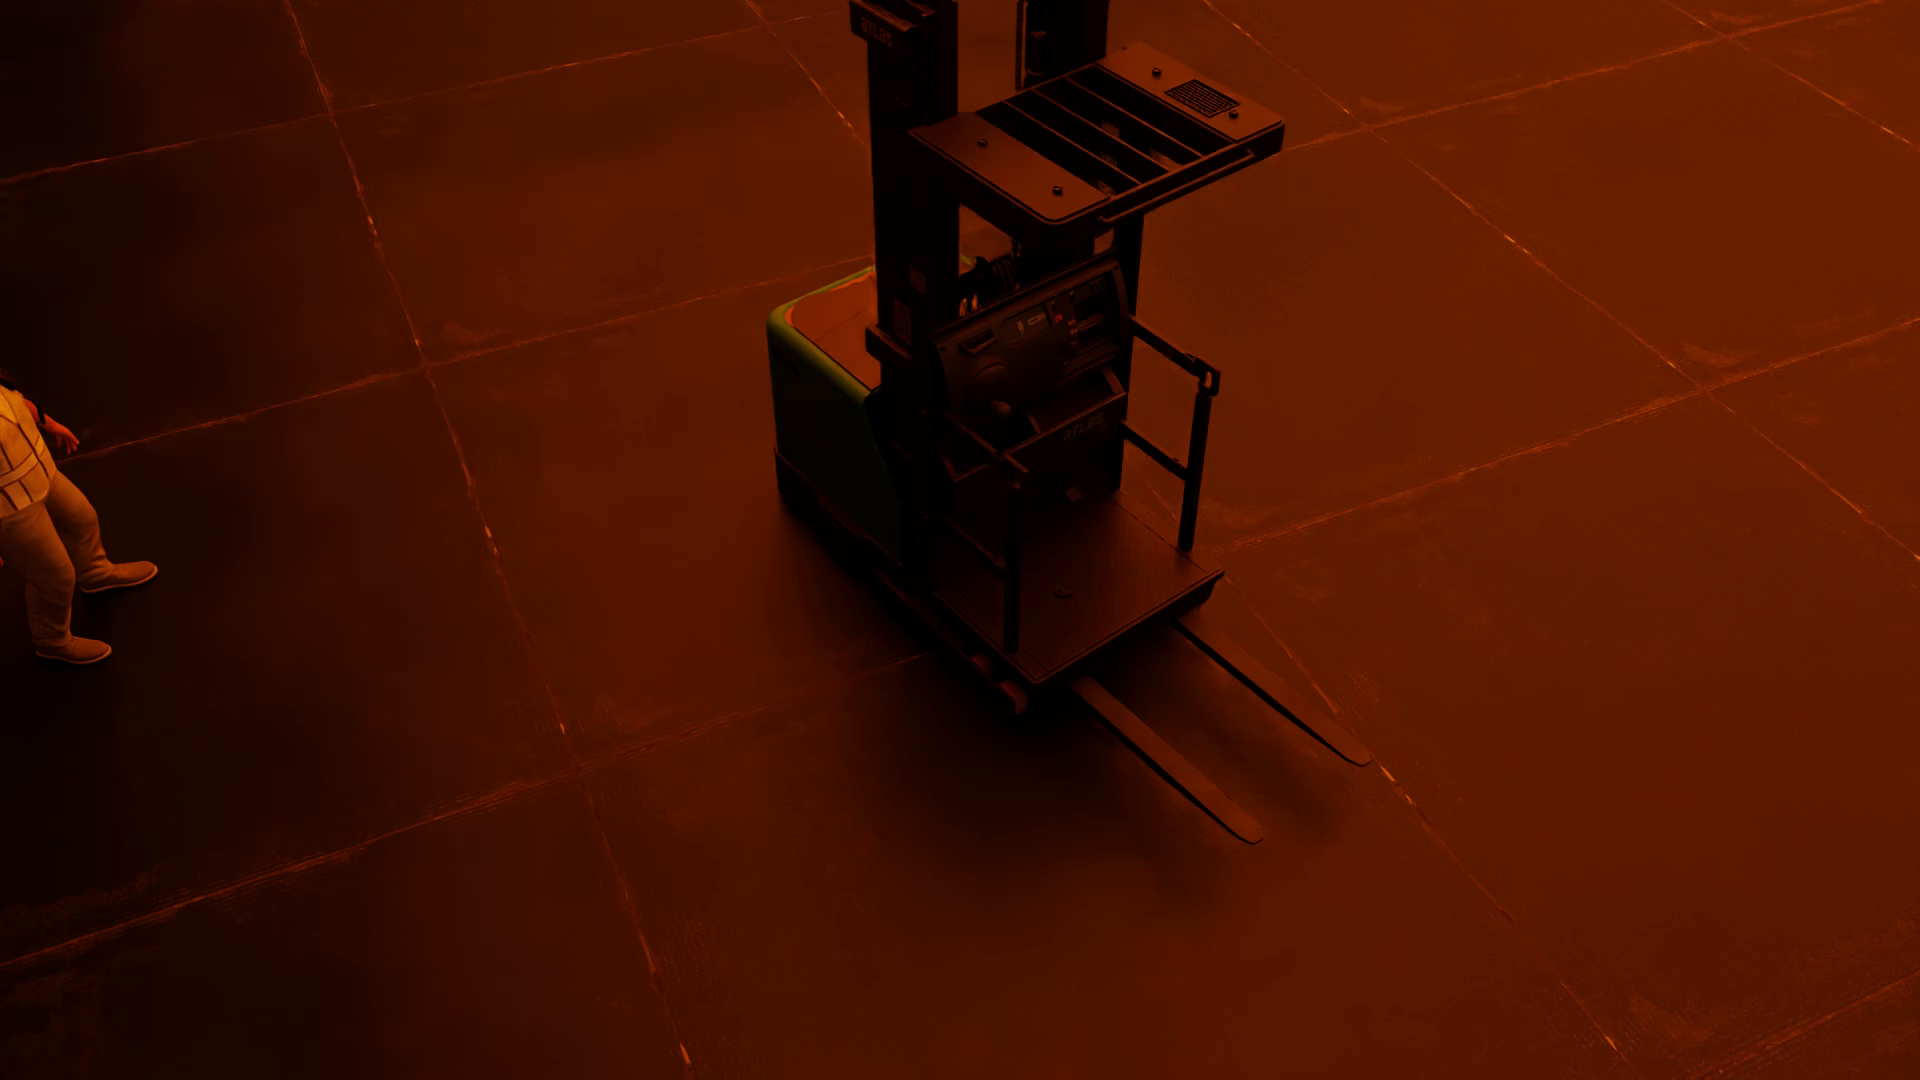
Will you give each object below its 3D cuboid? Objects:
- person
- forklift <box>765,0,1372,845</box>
[{"bbox_3d":[-3.866,-0.224,6.806,0.435,1.724,0.794,-4,43,-5],"label":"person"},{"bbox_3d":[0.430,-0.709,6.440,1.130,2.935,3.031,-28,50,-27],"label":"forklift"}]
